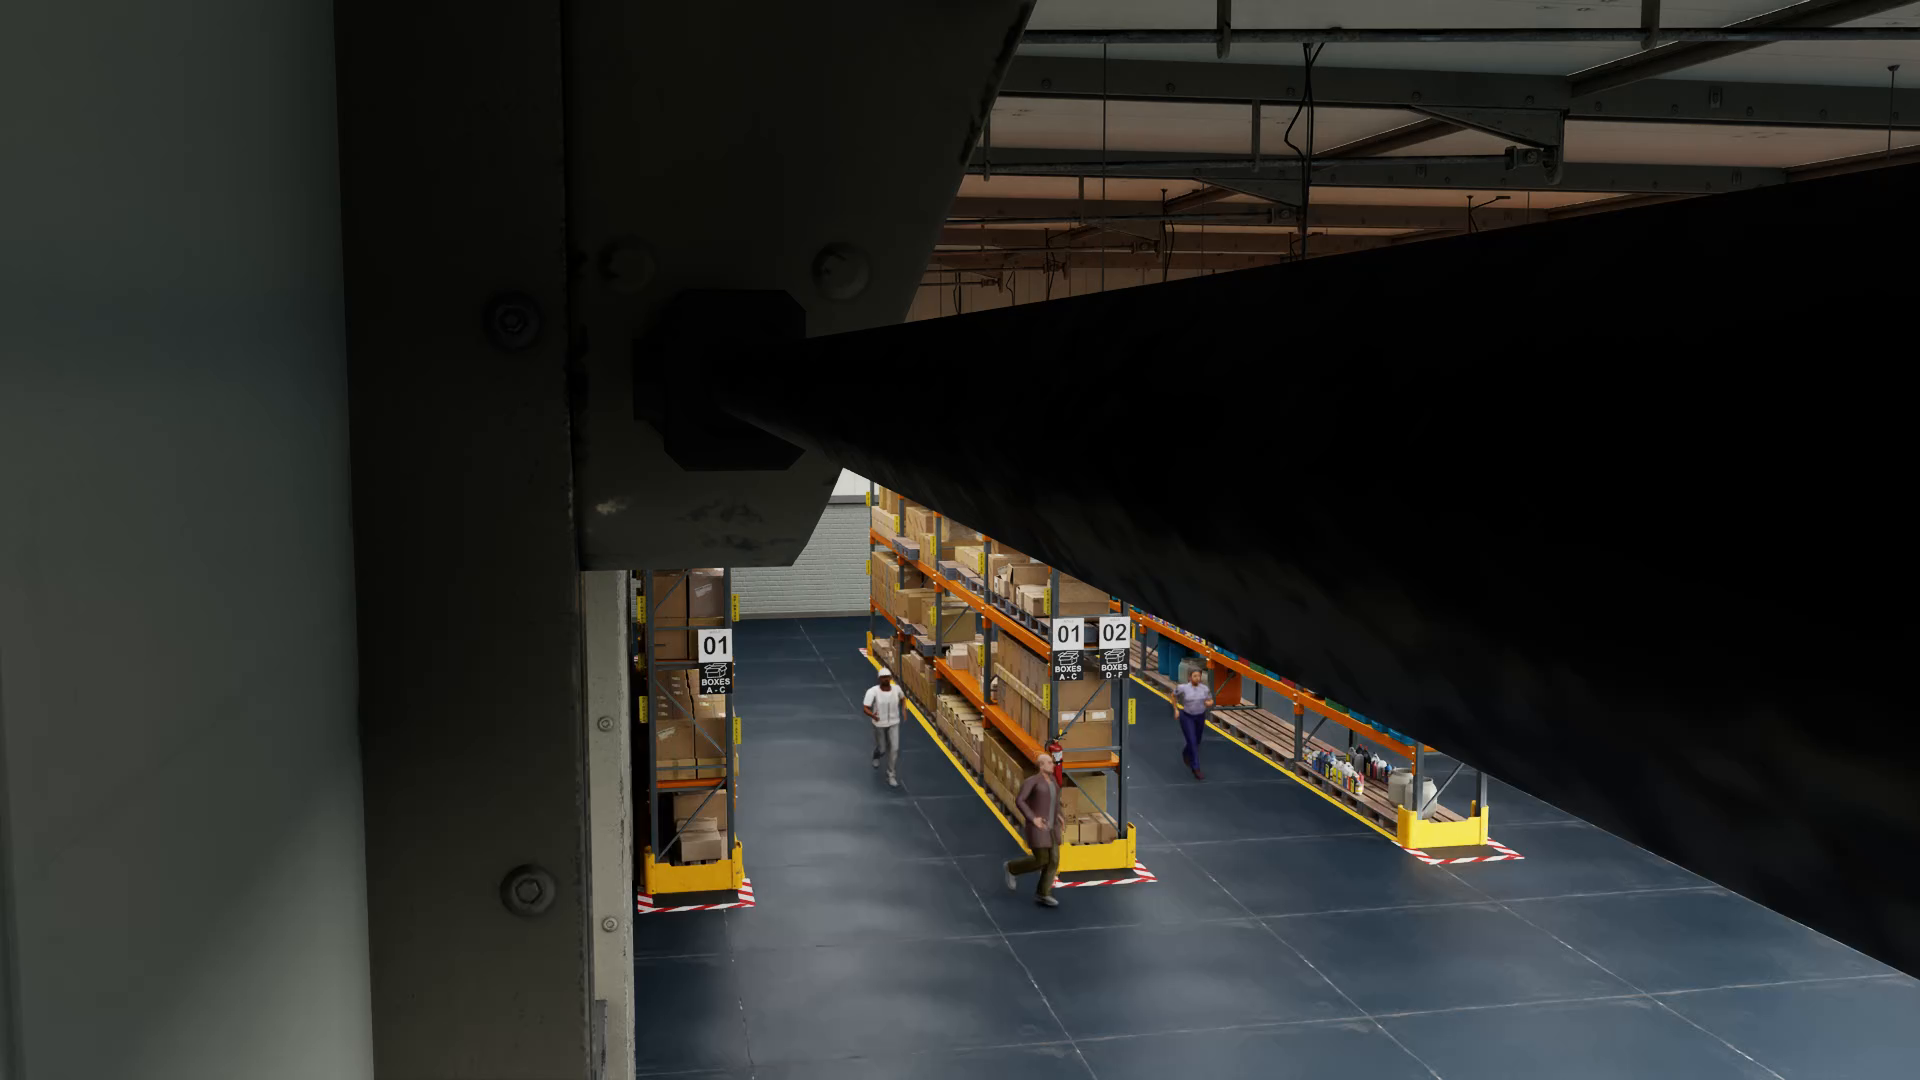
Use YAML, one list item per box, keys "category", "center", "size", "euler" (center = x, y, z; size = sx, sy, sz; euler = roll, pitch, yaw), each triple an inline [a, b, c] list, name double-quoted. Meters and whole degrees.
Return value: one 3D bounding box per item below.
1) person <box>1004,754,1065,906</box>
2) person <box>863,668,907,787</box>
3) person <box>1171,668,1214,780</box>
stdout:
- category: "person"
  center: [1.014, 3.455, 19.808]
  size: [0.754, 1.625, 0.767]
  euler: [5, 8, 40]
- category: "person"
  center: [-1.124, 2.821, 25.422]
  size: [0.712, 1.754, 0.932]
  euler: [-2, 6, -17]
- category: "person"
  center: [3.616, 2.808, 25.788]
  size: [0.599, 1.633, 0.919]
  euler: [-2, 6, -17]
